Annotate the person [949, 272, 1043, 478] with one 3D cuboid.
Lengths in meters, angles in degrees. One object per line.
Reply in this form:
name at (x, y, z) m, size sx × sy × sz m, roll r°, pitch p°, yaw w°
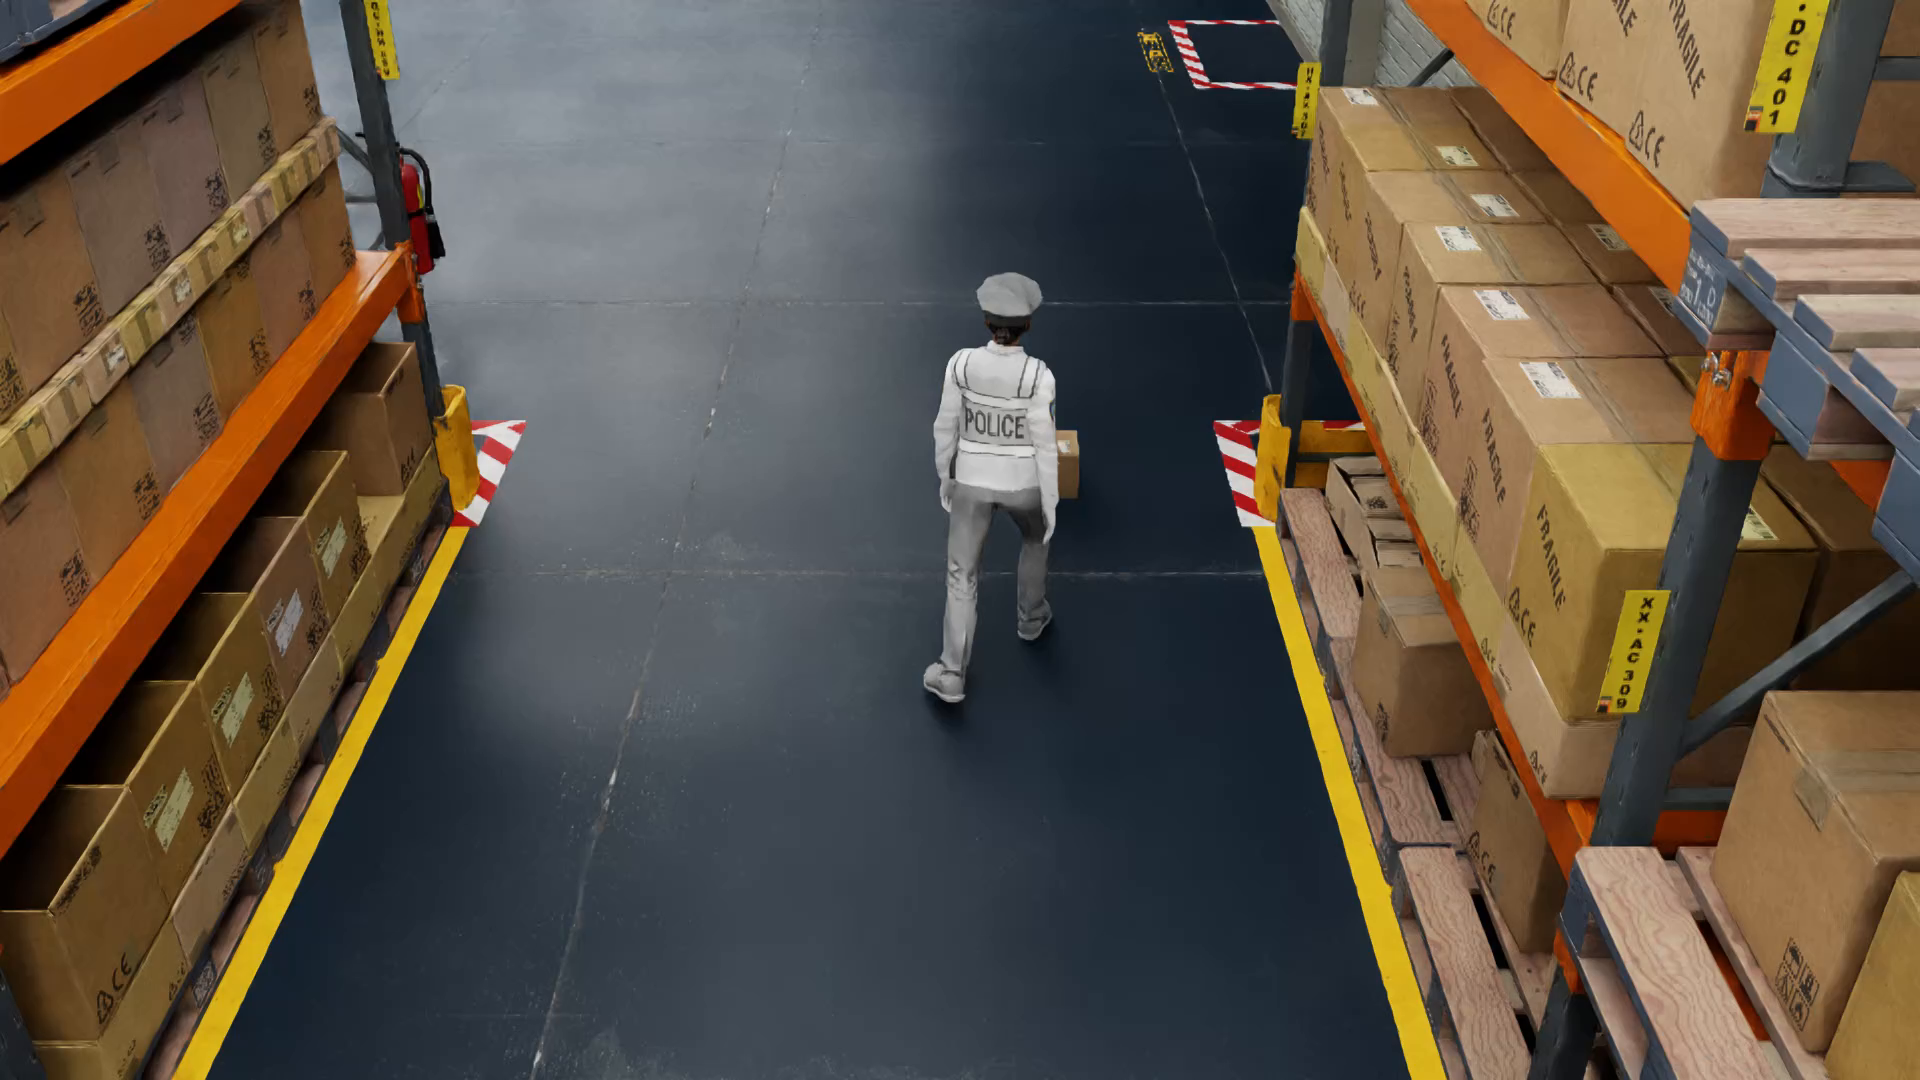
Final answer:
person at (0.148, -0.588, 6.331) m, size 0.367 × 0.814 × 0.358 m, roll 6°, pitch 32°, yaw 9°
